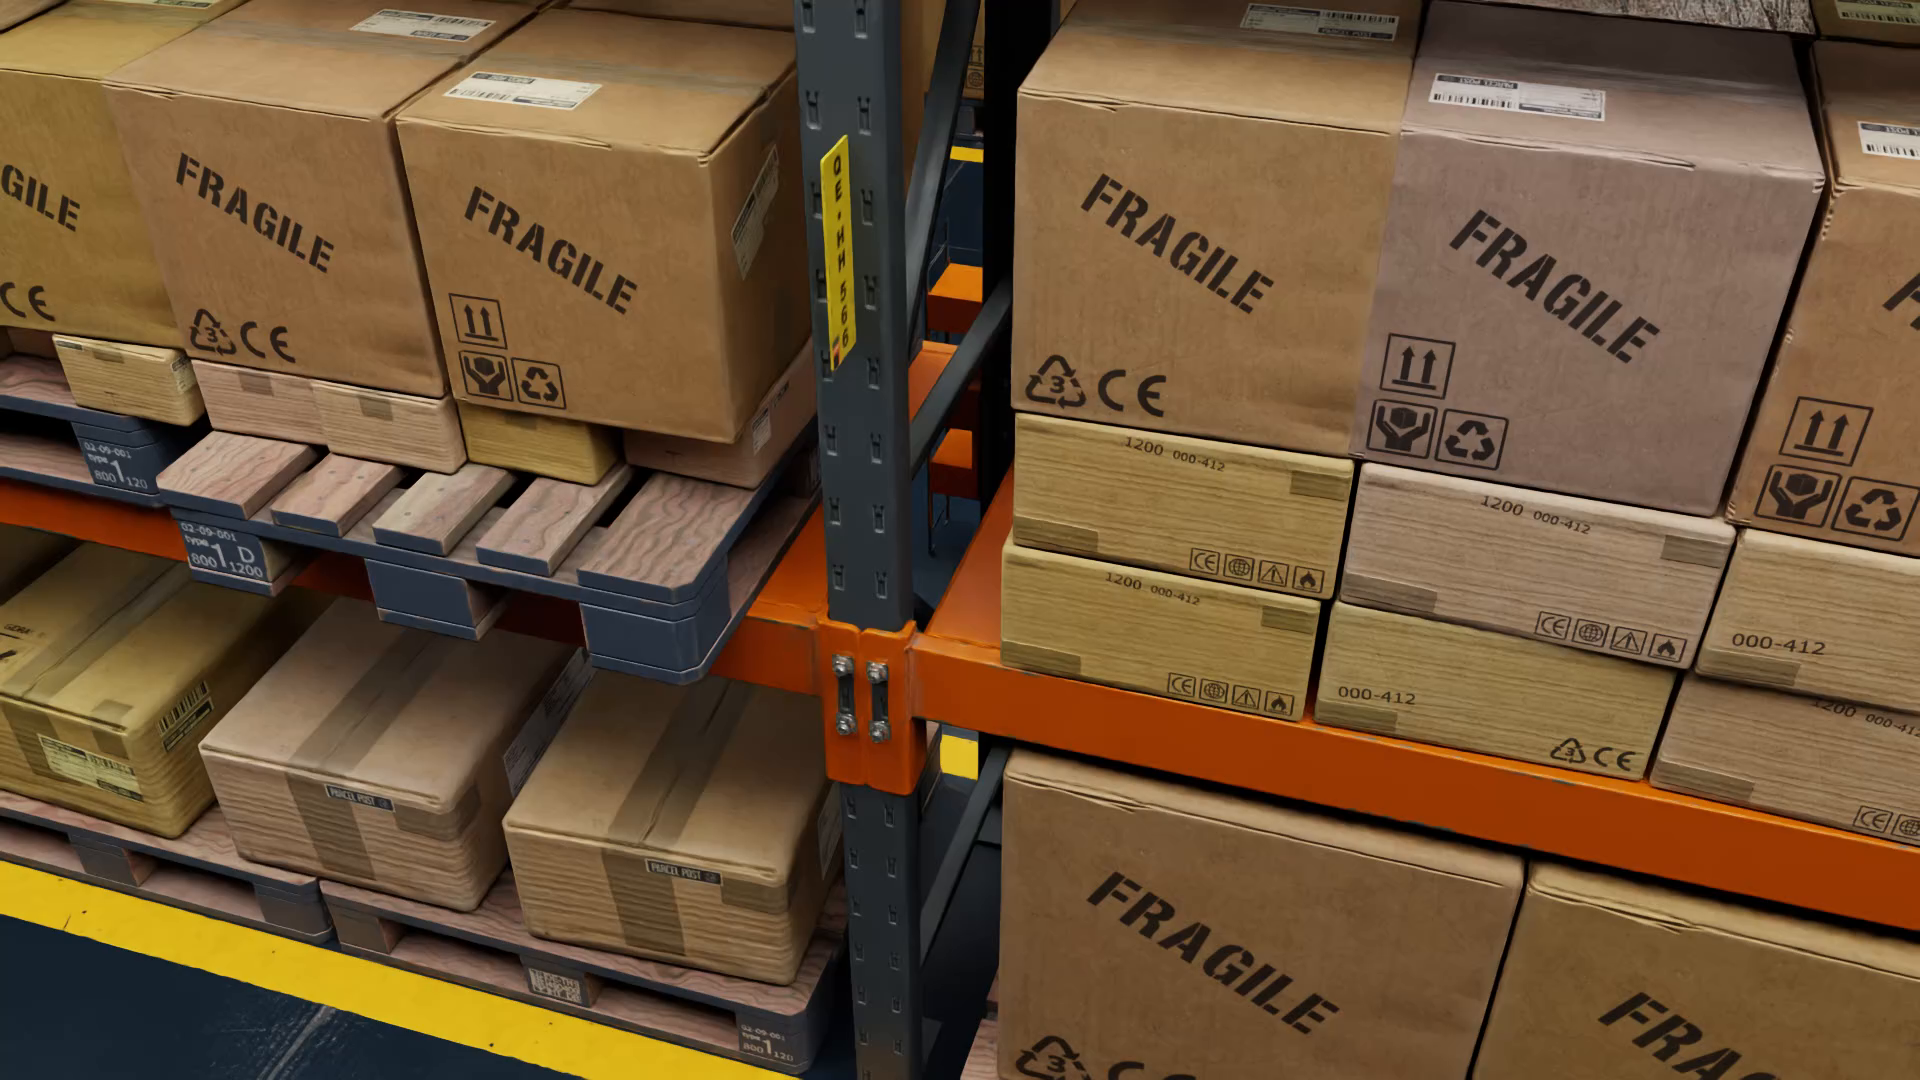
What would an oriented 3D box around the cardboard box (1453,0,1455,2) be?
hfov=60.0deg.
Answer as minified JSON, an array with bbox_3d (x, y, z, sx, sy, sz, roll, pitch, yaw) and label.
[{"bbox_3d":[1.948,-2.302,6.969,0.500,0.250,0.500,9,37,12],"label":"cardboard box"}]

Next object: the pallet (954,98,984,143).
[{"bbox_3d":[0.632,-2.155,8.000,1.213,0.211,1.003,10,38,14],"label":"pallet"}]

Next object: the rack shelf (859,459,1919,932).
[{"bbox_3d":[1.892,0.365,2.830,4.000,0.370,1.077,10,38,14],"label":"rack shelf"}]

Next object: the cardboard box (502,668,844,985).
[{"bbox_3d":[-0.554,0.506,3.895,0.625,0.372,0.950,8,37,11],"label":"cardboard box"}]

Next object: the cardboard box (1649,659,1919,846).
[{"bbox_3d":[1.369,0.188,2.590,0.500,0.250,0.500,12,38,15],"label":"cardboard box"}]

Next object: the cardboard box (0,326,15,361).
[{"bbox_3d":[-1.903,-0.500,3.256,0.250,0.149,0.380,9,37,12],"label":"cardboard box"}]

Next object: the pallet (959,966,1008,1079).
[{"bbox_3d":[0.713,1.027,3.676,1.213,0.211,1.003,10,38,14],"label":"pallet"}]

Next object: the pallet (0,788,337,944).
[{"bbox_3d":[-1.923,0.489,4.407,1.213,0.211,1.003,10,38,14],"label":"pallet"}]

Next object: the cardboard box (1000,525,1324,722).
[{"bbox_3d":[0.375,0.011,2.831,0.500,0.250,0.500,10,37,13],"label":"cardboard box"}]

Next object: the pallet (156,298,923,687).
[{"bbox_3d":[-0.729,-0.266,3.243,1.003,0.211,1.213,10,38,14],"label":"pallet"}]

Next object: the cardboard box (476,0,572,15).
[{"bbox_3d":[-0.877,-0.906,3.260,0.500,0.500,0.500,12,38,16],"label":"cardboard box"}]

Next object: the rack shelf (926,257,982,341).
[{"bbox_3d":[0.051,-0.633,4.764,0.240,0.259,0.215,10,38,14],"label":"rack shelf"}]

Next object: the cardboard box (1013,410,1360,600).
[{"bbox_3d":[0.393,-0.190,2.682,0.500,0.250,0.500,10,38,14],"label":"cardboard box"}]

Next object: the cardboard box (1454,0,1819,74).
[{"bbox_3d":[1.046,-0.691,2.731,0.500,0.500,0.500,11,38,15],"label":"cardboard box"}]

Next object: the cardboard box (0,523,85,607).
[{"bbox_3d":[-2.647,0.121,4.418,0.625,0.372,0.950,13,38,17],"label":"cardboard box"}]

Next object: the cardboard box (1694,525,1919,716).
[{"bbox_3d":[1.358,-0.002,2.428,0.500,0.250,0.500,10,38,14],"label":"cardboard box"}]

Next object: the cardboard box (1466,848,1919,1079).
[{"bbox_3d":[1.467,0.738,3.155,0.875,0.875,0.875,11,38,14],"label":"cardboard box"}]

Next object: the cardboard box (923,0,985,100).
[{"bbox_3d":[-0.028,-2.671,7.892,0.750,0.750,1.050,11,38,15],"label":"cardboard box"}]

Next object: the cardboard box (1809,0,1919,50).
[{"bbox_3d":[1.519,-0.600,2.607,0.500,0.500,0.500,11,38,14],"label":"cardboard box"}]

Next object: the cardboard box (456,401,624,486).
[{"bbox_3d":[-0.678,-0.277,2.954,0.250,0.149,0.380,11,38,15],"label":"cardboard box"}]

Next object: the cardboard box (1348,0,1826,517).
[{"bbox_3d":[0.857,-0.413,2.353,0.500,0.500,0.500,11,38,14],"label":"cardboard box"}]

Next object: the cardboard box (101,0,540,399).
[{"bbox_3d":[-1.031,-0.615,2.866,0.500,0.500,0.500,10,38,13],"label":"cardboard box"}]

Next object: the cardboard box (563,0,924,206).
[{"bbox_3d":[-0.378,-0.818,3.141,0.500,0.500,0.500,9,37,13],"label":"cardboard box"}]

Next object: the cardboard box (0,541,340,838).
[{"bbox_3d":[-1.982,0.243,4.252,0.625,0.372,0.950,12,38,15],"label":"cardboard box"}]

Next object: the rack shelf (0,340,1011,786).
[{"bbox_3d":[-1.926,-0.342,3.791,4.000,0.370,1.077,10,38,14],"label":"rack shelf"}]

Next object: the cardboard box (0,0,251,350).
[{"bbox_3d":[-1.513,-0.704,2.986,0.500,0.500,0.500,8,37,11],"label":"cardboard box"}]

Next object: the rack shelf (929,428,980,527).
[{"bbox_3d":[0.051,-0.181,5.097,0.240,0.259,0.215,10,38,14],"label":"rack shelf"}]

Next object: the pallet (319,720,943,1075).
[{"bbox_3d":[-0.763,0.706,4.112,1.213,0.211,1.003,10,38,14],"label":"pallet"}]

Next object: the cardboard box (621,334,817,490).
[{"bbox_3d":[-0.400,-0.271,2.945,0.250,0.149,0.380,12,38,16],"label":"cardboard box"}]

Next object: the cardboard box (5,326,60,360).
[{"bbox_3d":[-1.639,-0.502,3.259,0.250,0.149,0.380,11,38,14],"label":"cardboard box"}]

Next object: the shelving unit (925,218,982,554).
[{"bbox_3d":[0.051,-0.413,4.926,0.252,1.050,0.215,10,38,14],"label":"shelving unit"}]

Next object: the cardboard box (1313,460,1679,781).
[{"bbox_3d":[0.870,0.092,2.721,0.500,0.250,0.500,9,37,13],"label":"cardboard box"}]

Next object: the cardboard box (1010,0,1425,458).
[{"bbox_3d":[0.381,-0.495,2.465,0.500,0.500,0.500,9,37,12],"label":"cardboard box"}]

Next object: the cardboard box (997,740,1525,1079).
[{"bbox_3d":[0.617,0.578,3.373,0.875,0.875,0.875,10,38,13],"label":"cardboard box"}]

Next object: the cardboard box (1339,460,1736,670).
[{"bbox_3d":[0.886,-0.098,2.557,0.500,0.250,0.500,11,38,15],"label":"cardboard box"}]

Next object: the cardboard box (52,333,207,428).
[{"bbox_3d":[-1.436,-0.386,3.102,0.250,0.149,0.380,11,38,15],"label":"cardboard box"}]

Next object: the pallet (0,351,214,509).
[{"bbox_3d":[-1.919,-0.527,3.598,1.213,0.211,1.003,10,38,14],"label":"pallet"}]

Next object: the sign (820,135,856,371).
[{"bbox_3d":[-0.170,-0.404,2.358,0.005,0.325,0.100,10,38,14],"label":"sign"}]

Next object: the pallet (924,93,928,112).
[{"bbox_3d":[-0.528,-2.372,8.295,1.213,0.211,1.003,10,38,14],"label":"pallet"}]

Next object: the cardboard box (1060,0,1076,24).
[{"bbox_3d":[0.808,-2.518,7.684,0.750,0.750,1.050,10,38,13],"label":"cardboard box"}]

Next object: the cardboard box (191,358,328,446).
[{"bbox_3d":[-1.169,-0.345,3.046,0.250,0.149,0.380,9,37,12],"label":"cardboard box"}]

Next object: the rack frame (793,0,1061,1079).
[{"bbox_3d":[-0.017,-0.278,3.097,0.127,3.000,1.000,10,38,14],"label":"rack frame"}]

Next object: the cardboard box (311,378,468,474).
[{"bbox_3d":[-0.932,-0.296,2.980,0.250,0.149,0.380,10,38,14],"label":"cardboard box"}]

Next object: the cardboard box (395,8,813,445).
[{"bbox_3d":[-0.534,-0.530,2.750,0.500,0.500,0.500,9,37,13],"label":"cardboard box"}]

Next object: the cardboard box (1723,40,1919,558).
[{"bbox_3d":[1.346,-0.313,2.217,0.500,0.500,0.500,12,38,15],"label":"cardboard box"}]

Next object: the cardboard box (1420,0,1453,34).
[{"bbox_3d":[0.554,-0.777,2.848,0.500,0.500,0.500,10,37,13],"label":"cardboard box"}]

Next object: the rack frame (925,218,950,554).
[{"bbox_3d":[-0.065,-0.435,4.955,0.008,1.050,0.200,10,38,14],"label":"rack frame"}]

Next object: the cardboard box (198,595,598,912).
[{"bbox_3d":[-1.260,0.380,4.066,0.625,0.372,0.950,10,37,13],"label":"cardboard box"}]
